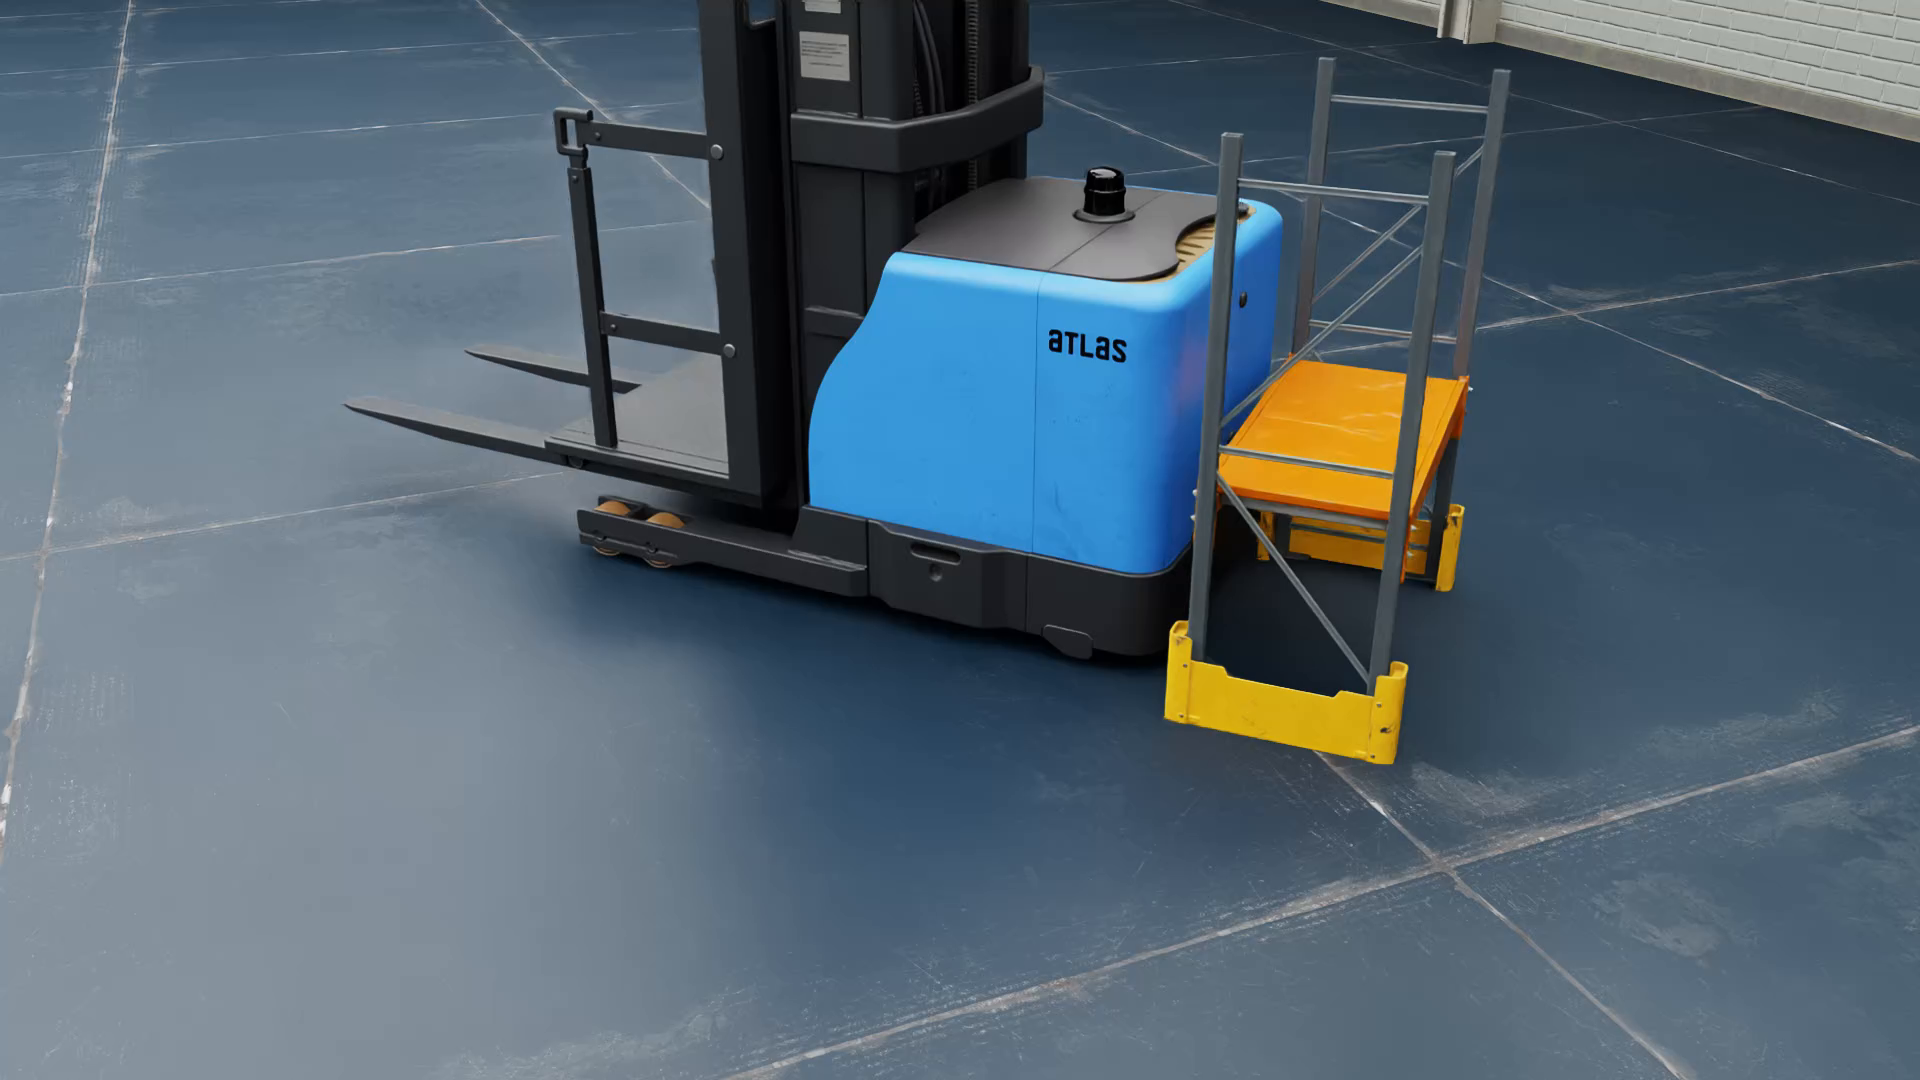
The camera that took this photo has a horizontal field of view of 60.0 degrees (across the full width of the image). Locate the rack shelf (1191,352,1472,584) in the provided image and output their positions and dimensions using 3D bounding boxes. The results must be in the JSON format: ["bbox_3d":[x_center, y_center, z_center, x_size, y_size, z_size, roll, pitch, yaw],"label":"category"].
[{"bbox_3d":[1.008,-0.223,4.408,0.538,0.185,1.000,10,28,20],"label":"rack shelf"}]

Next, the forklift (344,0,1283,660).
[{"bbox_3d":[-0.610,-1.424,4.826,3.031,2.935,1.130,12,29,23],"label":"forklift"}]

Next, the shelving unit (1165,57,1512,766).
[{"bbox_3d":[1.005,-0.381,4.321,0.587,1.500,1.083,10,28,20],"label":"shelving unit"}]

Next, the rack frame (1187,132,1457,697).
[{"bbox_3d":[0.811,-0.179,3.908,0.500,1.500,0.032,10,28,20],"label":"rack frame"}]

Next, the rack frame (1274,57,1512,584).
[{"bbox_3d":[1.206,-0.590,4.750,0.500,1.500,0.032,10,28,20],"label":"rack frame"}]

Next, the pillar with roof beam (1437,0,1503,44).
[{"bbox_3d":[0.217,-7.435,10.221,9.100,9.000,0.400,-11,28,-21],"label":"pillar with roof beam"}]

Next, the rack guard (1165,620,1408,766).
[{"bbox_3d":[0.811,0.382,4.183,0.587,0.250,0.087,10,28,20],"label":"rack guard"}]

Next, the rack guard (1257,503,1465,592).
[{"bbox_3d":[1.198,-0.021,5.008,0.587,0.250,0.087,10,28,20],"label":"rack guard"}]
